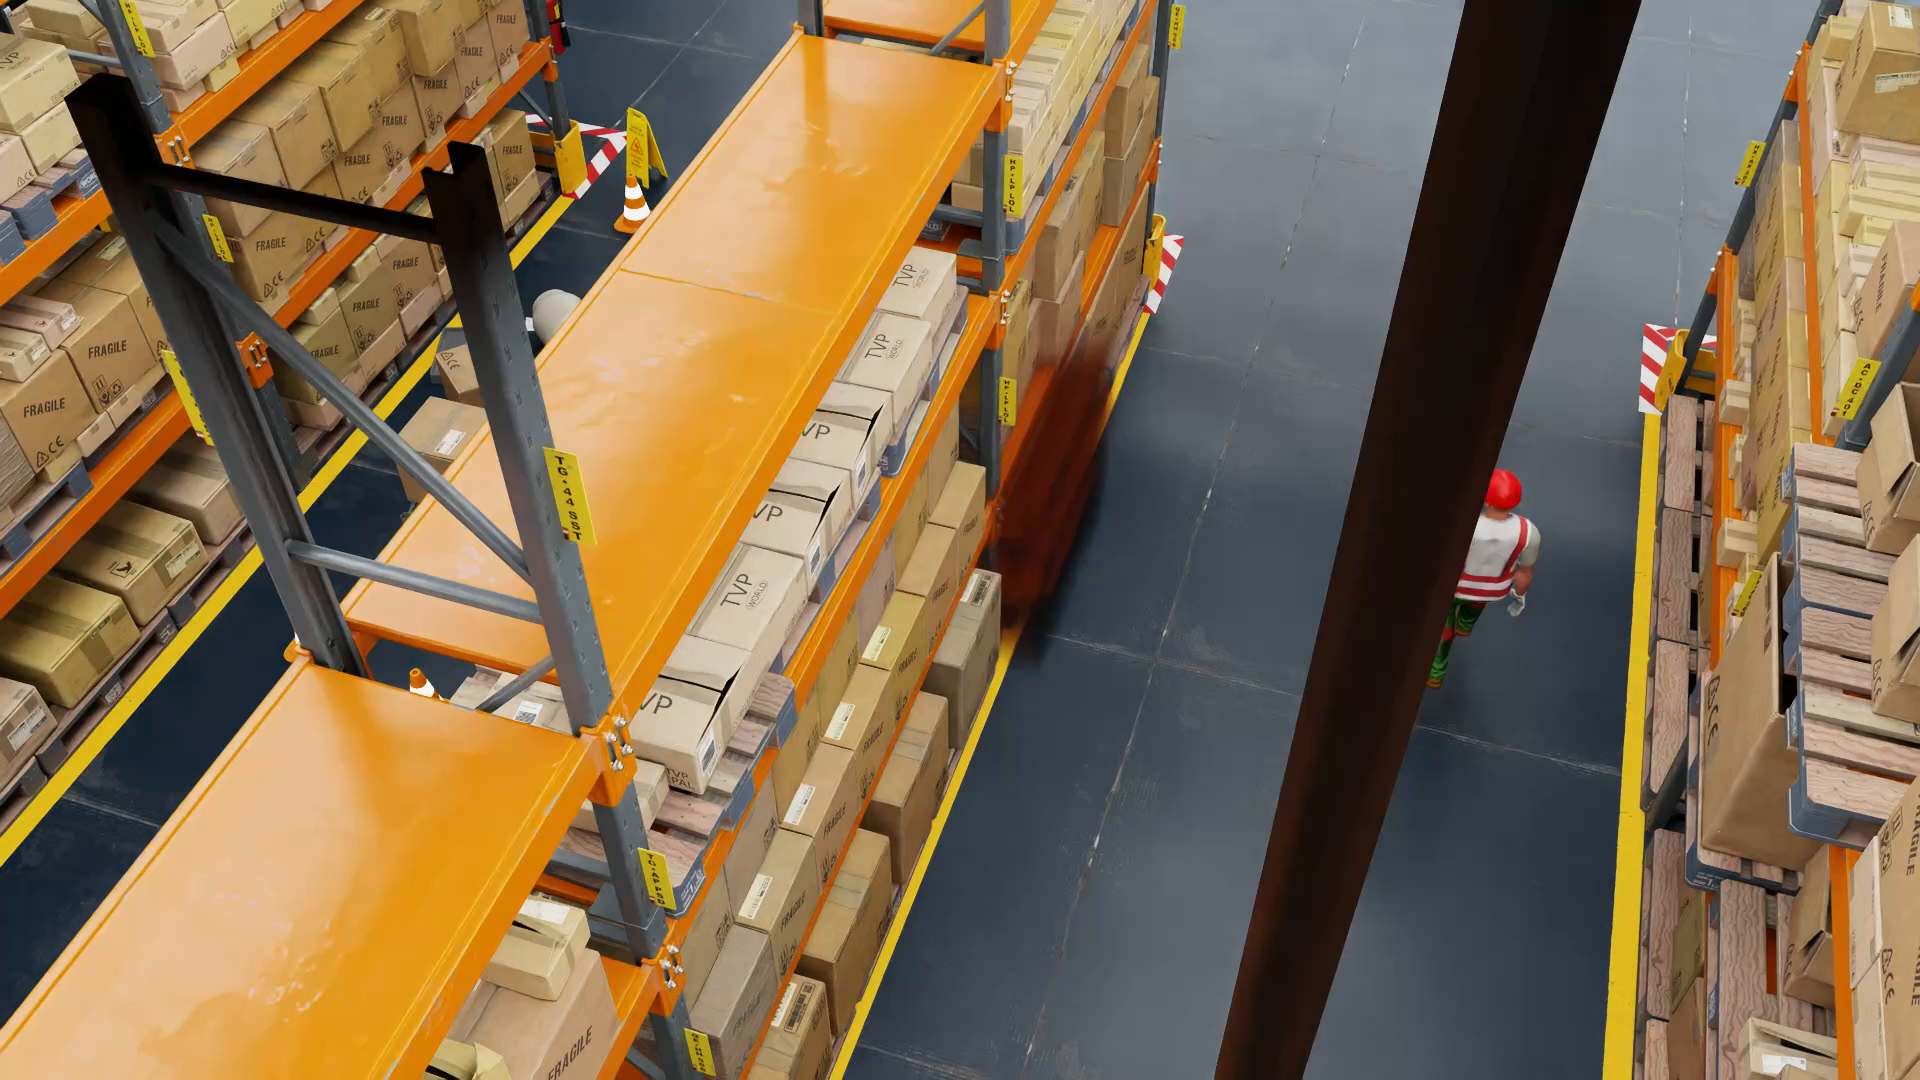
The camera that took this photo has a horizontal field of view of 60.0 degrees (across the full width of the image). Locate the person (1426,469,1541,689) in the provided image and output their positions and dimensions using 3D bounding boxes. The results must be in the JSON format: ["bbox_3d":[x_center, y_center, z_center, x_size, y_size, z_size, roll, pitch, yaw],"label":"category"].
[{"bbox_3d":[2.952,0.092,9.539,0.577,1.656,0.738,6,46,6],"label":"person"}]
